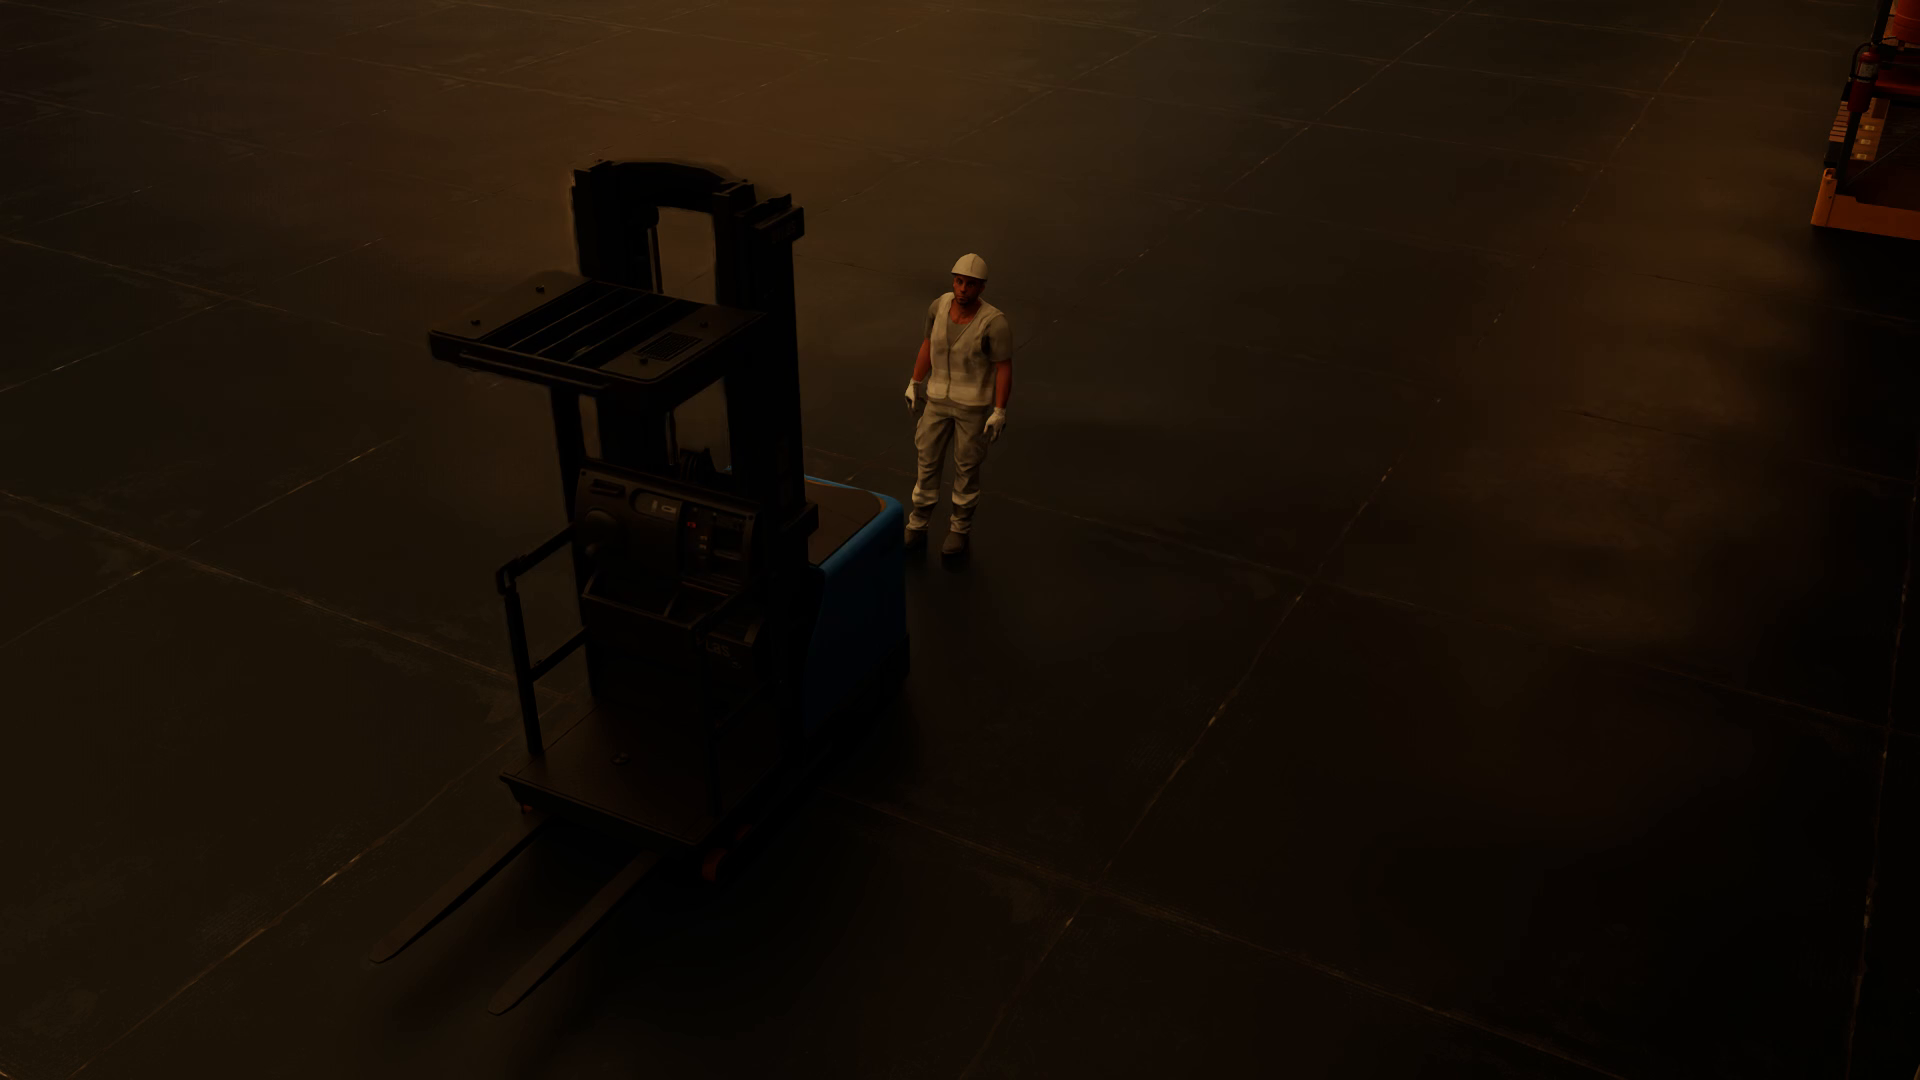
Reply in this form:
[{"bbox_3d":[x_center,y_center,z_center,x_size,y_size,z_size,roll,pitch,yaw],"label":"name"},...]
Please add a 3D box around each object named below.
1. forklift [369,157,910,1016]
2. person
[{"bbox_3d":[-1.382,0.001,7.068,1.130,2.935,3.031,14,33,23],"label":"forklift"},{"bbox_3d":[-0.048,-0.748,9.495,0.638,1.789,0.562,15,33,25],"label":"person"}]
